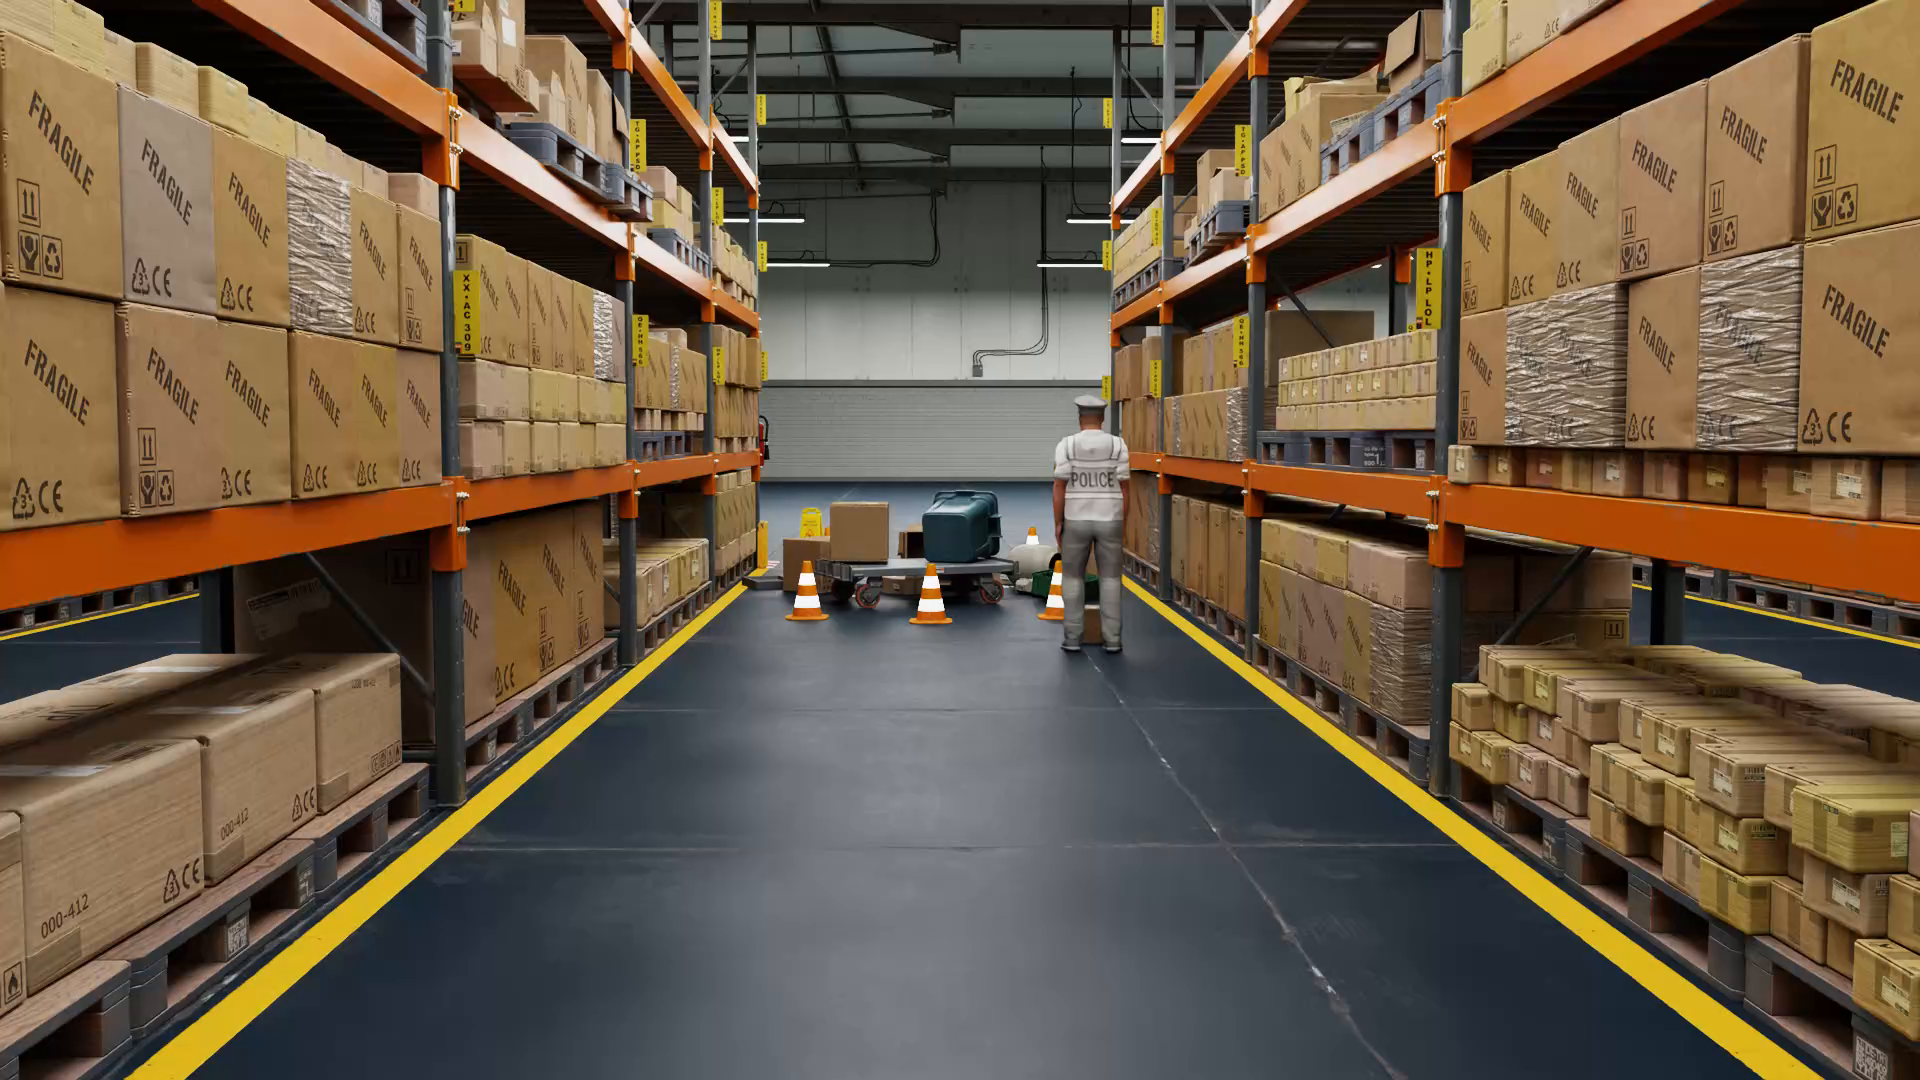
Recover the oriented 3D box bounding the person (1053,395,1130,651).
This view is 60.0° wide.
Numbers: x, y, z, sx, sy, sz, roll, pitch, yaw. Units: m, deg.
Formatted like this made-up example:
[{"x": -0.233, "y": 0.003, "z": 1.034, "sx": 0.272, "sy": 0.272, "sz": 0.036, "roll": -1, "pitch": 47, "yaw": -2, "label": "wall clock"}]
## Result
[{"x": 0.896, "y": -0.115, "z": 11.405, "sx": 0.527, "sy": 1.761, "sz": 0.392, "roll": 0, "pitch": 4, "yaw": 0, "label": "person"}]
